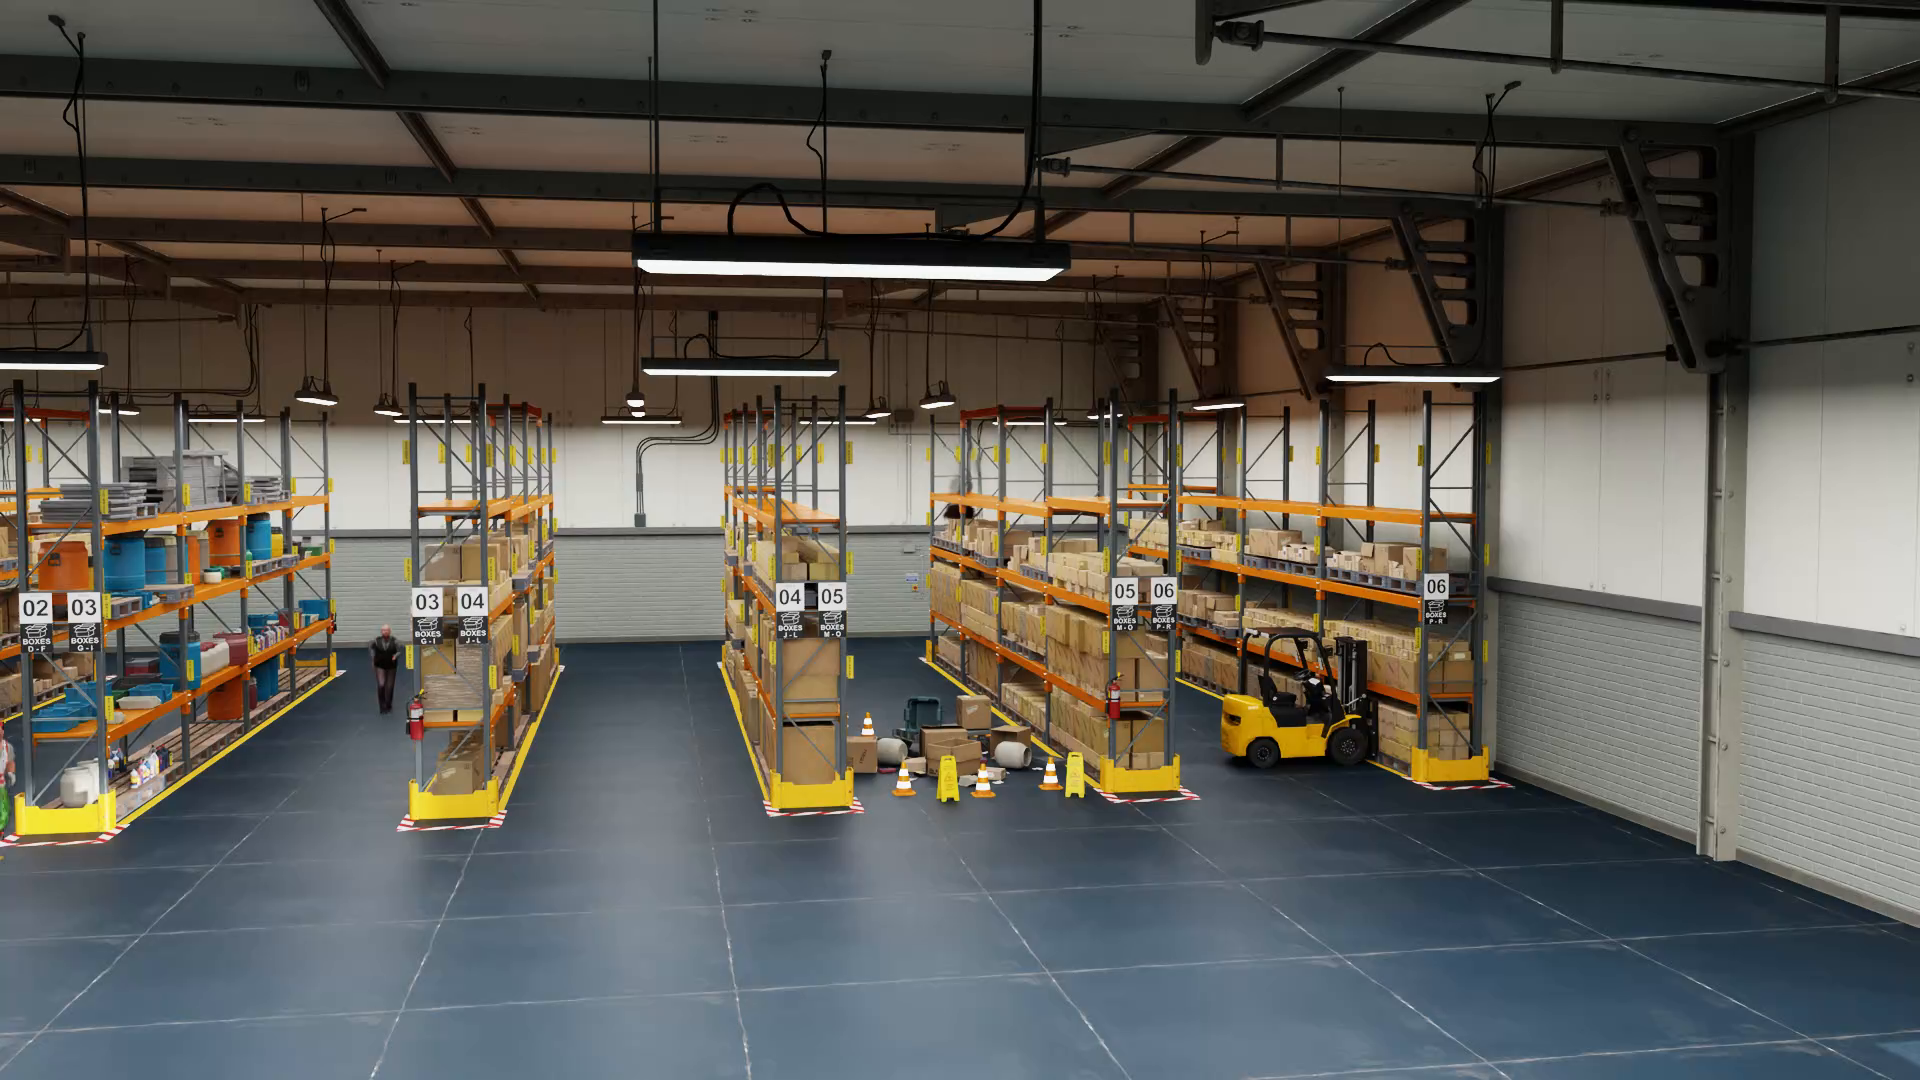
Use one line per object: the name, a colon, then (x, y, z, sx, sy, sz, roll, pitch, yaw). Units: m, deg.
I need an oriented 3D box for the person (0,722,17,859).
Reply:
person: (-12.161, 3.099, 20.773, 0.727, 1.738, 0.694, 2, 3, 29)

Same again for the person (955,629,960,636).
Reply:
person: (0.211, 2.011, 41.772, 0.730, 1.753, 0.730, 2, 4, 36)

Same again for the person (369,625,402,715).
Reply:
person: (-11.164, 2.530, 32.356, 0.595, 1.771, 0.871, -1, 3, -25)
